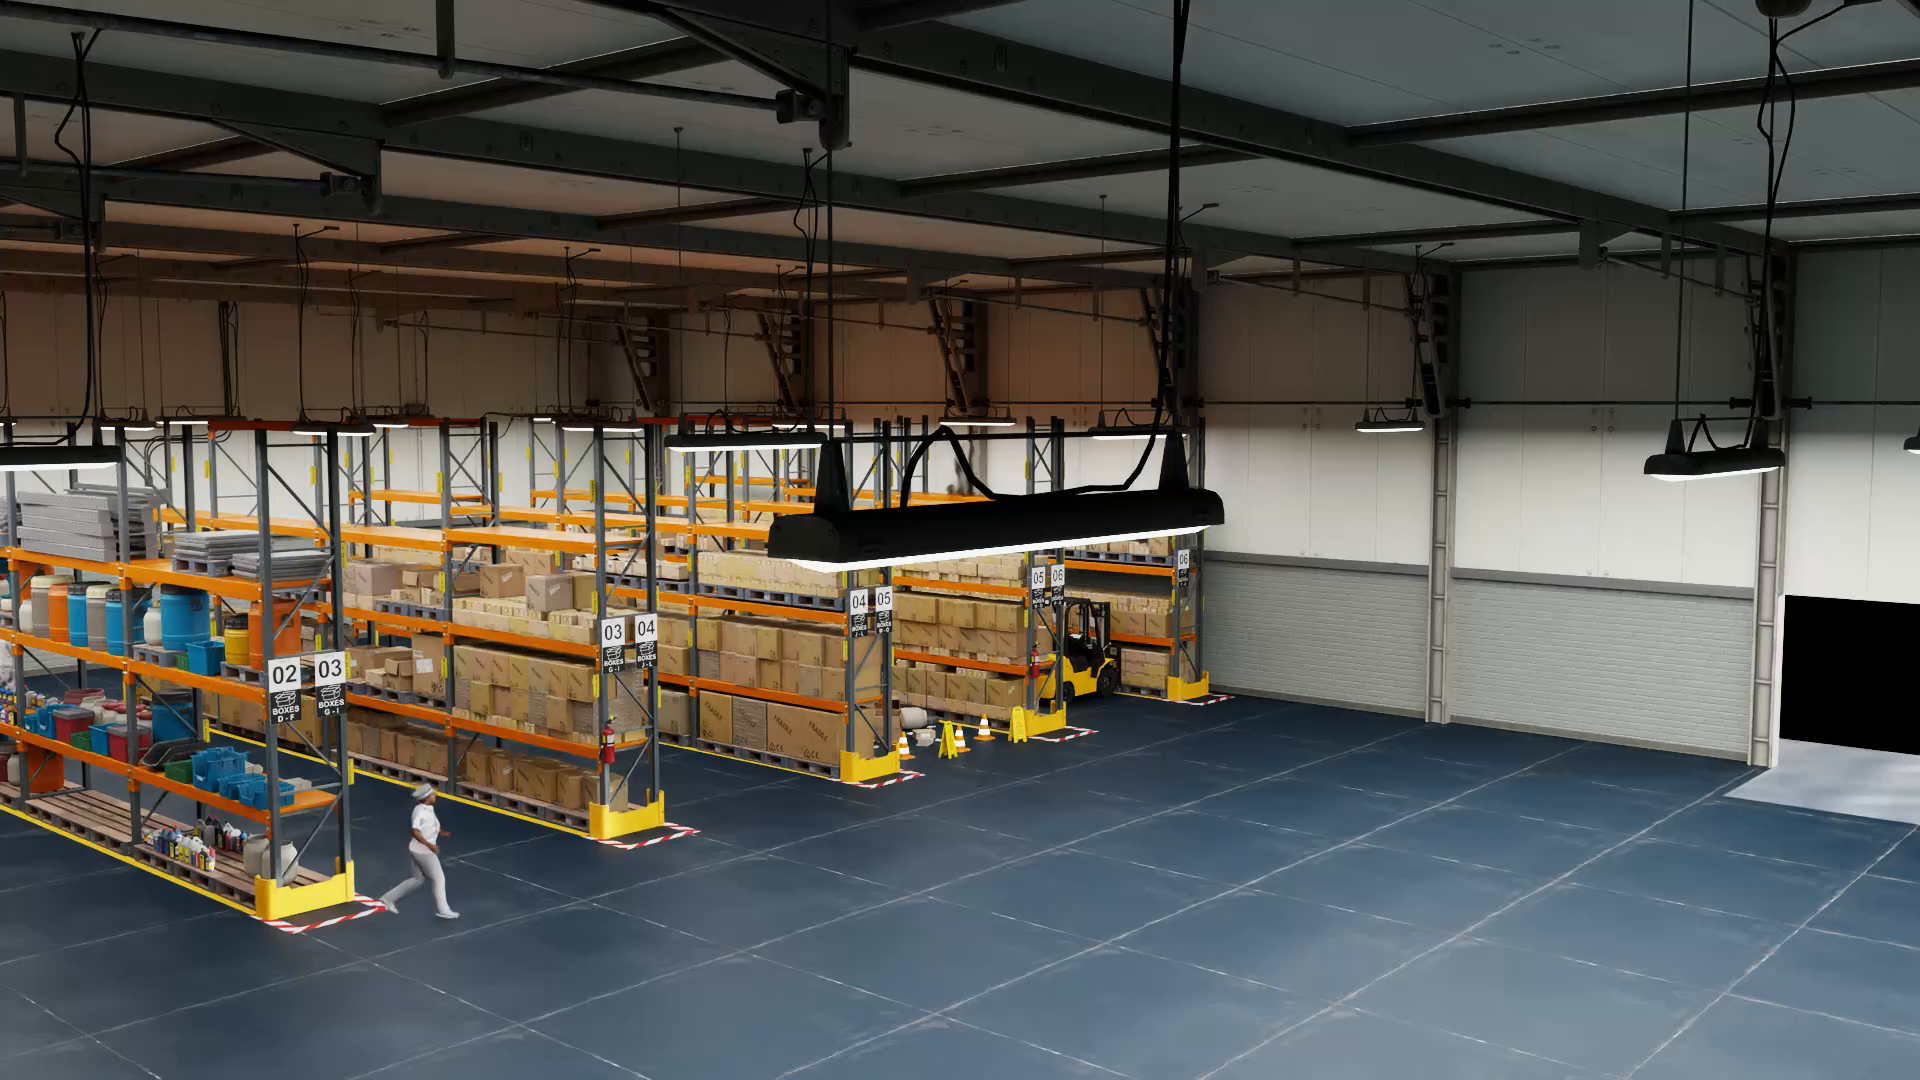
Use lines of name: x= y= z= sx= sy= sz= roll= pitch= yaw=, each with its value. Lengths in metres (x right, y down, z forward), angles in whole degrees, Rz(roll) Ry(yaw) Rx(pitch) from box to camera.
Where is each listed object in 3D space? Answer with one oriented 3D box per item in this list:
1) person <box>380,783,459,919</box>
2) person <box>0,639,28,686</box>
person: x=-6.576 y=3.814 z=20.225 sx=0.911 sy=1.711 sz=0.583 roll=-3 pitch=5 yaw=-28
person: x=-19.607 y=2.602 z=34.169 sx=0.816 sy=1.773 sz=0.615 roll=-4 pitch=6 yaw=-41
